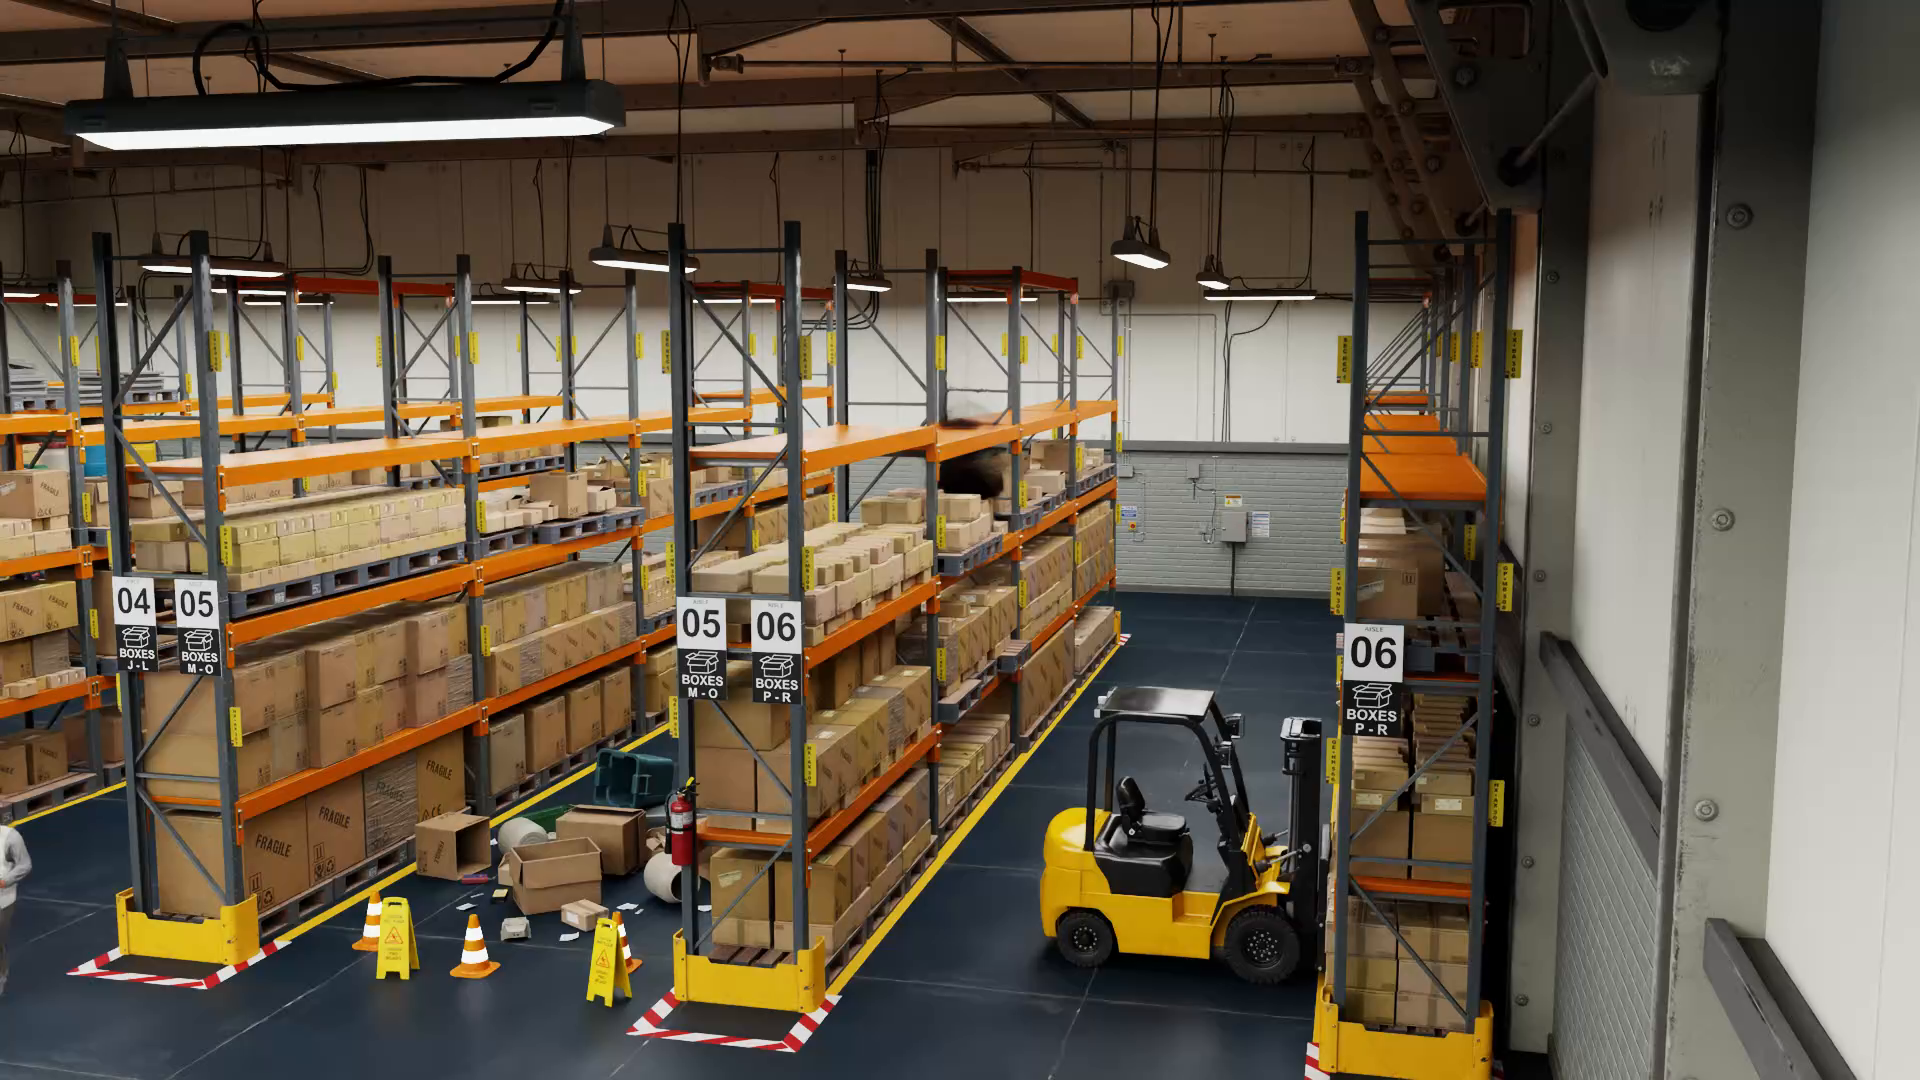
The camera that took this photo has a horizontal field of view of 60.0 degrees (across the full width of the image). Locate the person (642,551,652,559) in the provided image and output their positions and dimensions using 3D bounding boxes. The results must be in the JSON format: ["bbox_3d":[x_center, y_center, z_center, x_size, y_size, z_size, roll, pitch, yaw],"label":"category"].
[{"bbox_3d":[-5.069,1.018,27.061,0.553,1.699,0.908,2,7,13],"label":"person"}]

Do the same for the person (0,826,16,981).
[{"bbox_3d":[-7.422,2.806,12.682,0.455,1.441,0.766,-3,7,-20],"label":"person"}]
